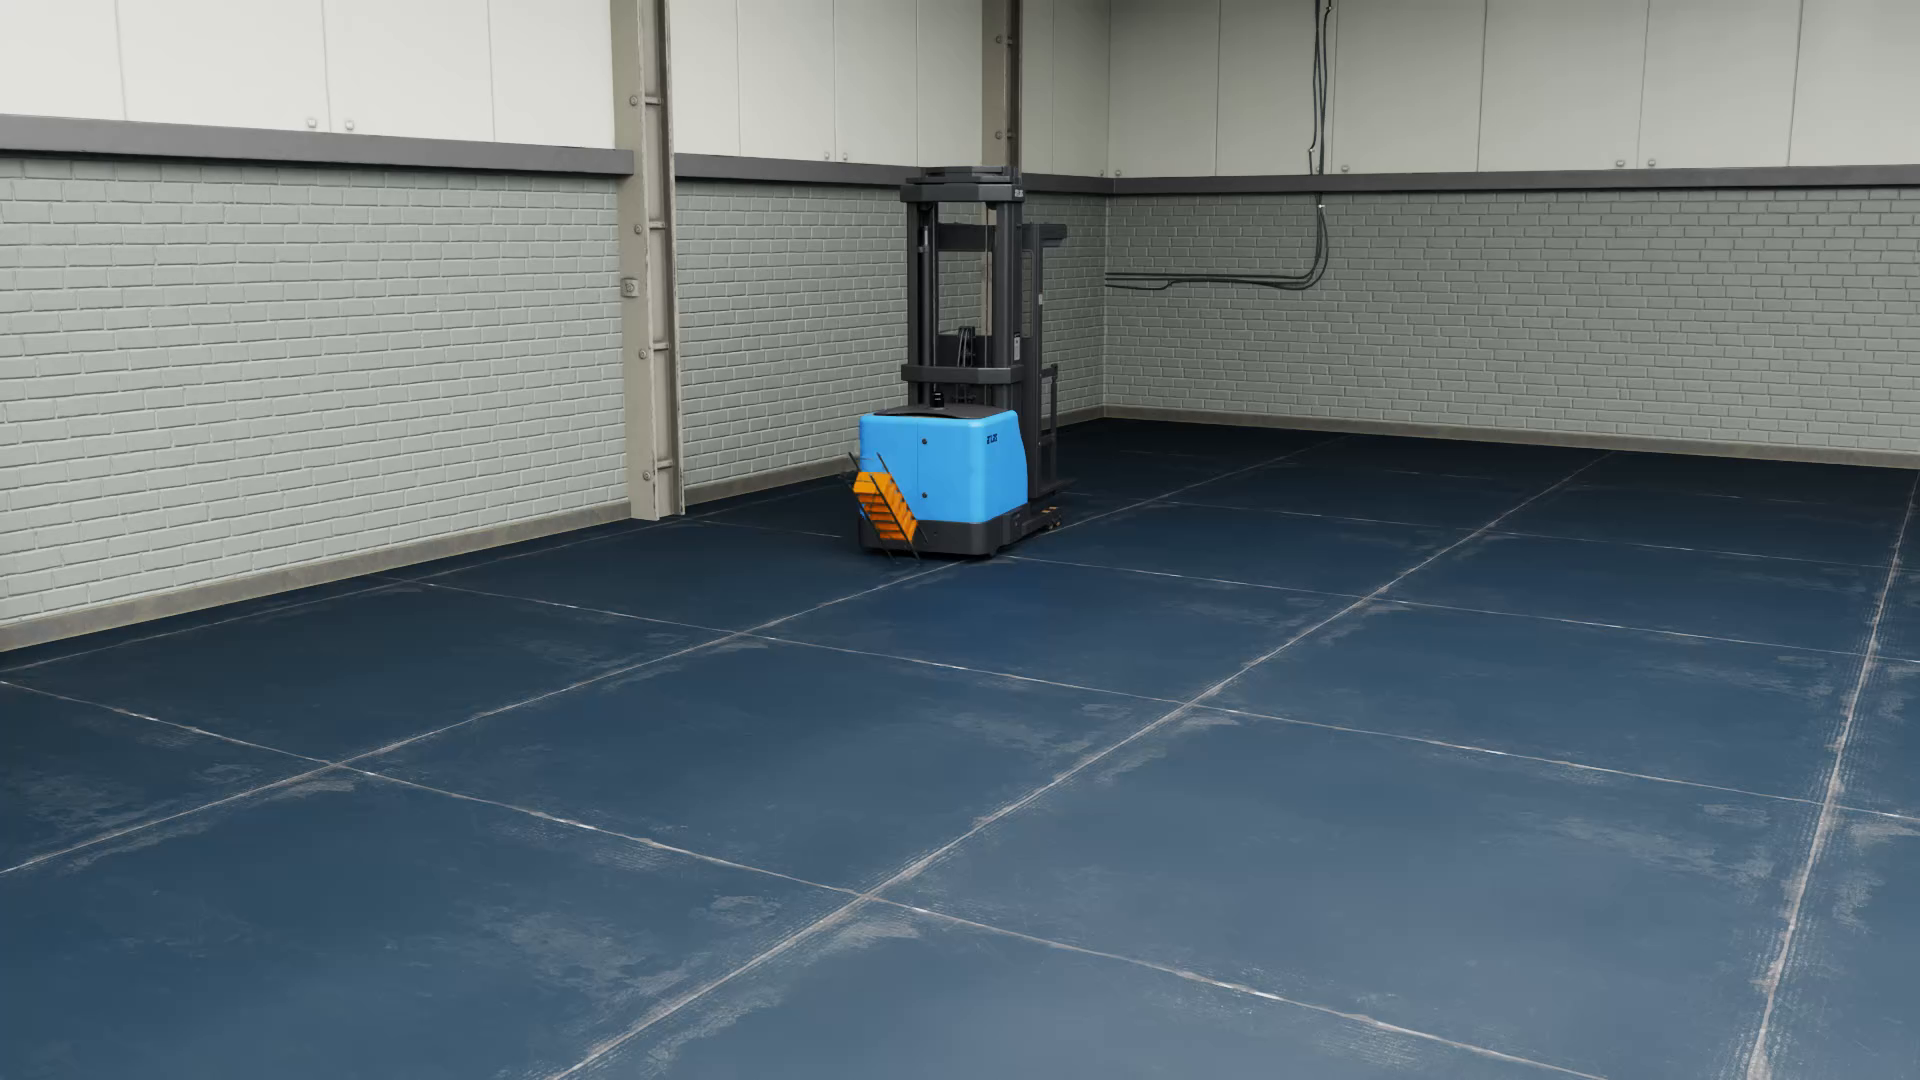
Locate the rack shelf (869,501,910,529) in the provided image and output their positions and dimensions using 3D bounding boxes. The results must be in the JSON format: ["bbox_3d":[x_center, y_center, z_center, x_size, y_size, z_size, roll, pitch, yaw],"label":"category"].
[{"bbox_3d":[-0.514,-0.189,11.965,0.258,0.180,0.103,4,-30,21],"label":"rack shelf"}]

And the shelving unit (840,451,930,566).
[{"bbox_3d":[-0.526,-0.212,11.929,0.258,0.189,1.200,4,-30,21],"label":"shelving unit"}]

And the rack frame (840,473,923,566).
[{"bbox_3d":[-0.548,-0.134,11.886,0.240,0.006,1.200,4,-30,21],"label":"rack frame"}]

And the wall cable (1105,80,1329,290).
[{"bbox_3d":[3.134,-4.389,20.797,3.097,2.526,0.112,6,12,31],"label":"wall cable"}]

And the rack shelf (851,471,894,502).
[{"bbox_3d":[-0.612,-0.378,11.675,0.258,0.180,0.103,4,-30,21],"label":"rack shelf"}]

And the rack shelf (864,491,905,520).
[{"bbox_3d":[-0.546,-0.252,11.868,0.258,0.180,0.103,4,-30,21],"label":"rack shelf"}]

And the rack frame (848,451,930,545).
[{"bbox_3d":[-0.503,-0.290,11.972,0.240,0.006,1.200,4,-30,21],"label":"rack frame"}]

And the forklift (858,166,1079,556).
[{"bbox_3d":[0.224,-1.548,13.670,1.130,2.935,3.031,4,11,21],"label":"forklift"}]

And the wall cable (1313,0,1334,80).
[{"bbox_3d":[5.446,-6.613,18.952,3.097,2.526,0.112,6,12,31],"label":"wall cable"}]

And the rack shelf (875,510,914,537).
[{"bbox_3d":[-0.481,-0.126,12.062,0.258,0.180,0.103,4,-30,21],"label":"rack shelf"}]

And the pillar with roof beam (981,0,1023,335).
[{"bbox_3d":[4.153,-5.167,16.515,9.100,9.000,0.400,6,12,31],"label":"pillar with roof beam"}]

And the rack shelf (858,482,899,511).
[{"bbox_3d":[-0.579,-0.315,11.772,0.258,0.180,0.103,4,-30,21],"label":"rack shelf"}]

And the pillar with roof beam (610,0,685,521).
[{"bbox_3d":[1.038,-4.224,11.474,9.100,9.000,0.400,6,12,31],"label":"pillar with roof beam"}]

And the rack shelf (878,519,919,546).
[{"bbox_3d":[-0.448,-0.063,12.158,0.258,0.180,0.103,4,-30,21],"label":"rack shelf"}]
